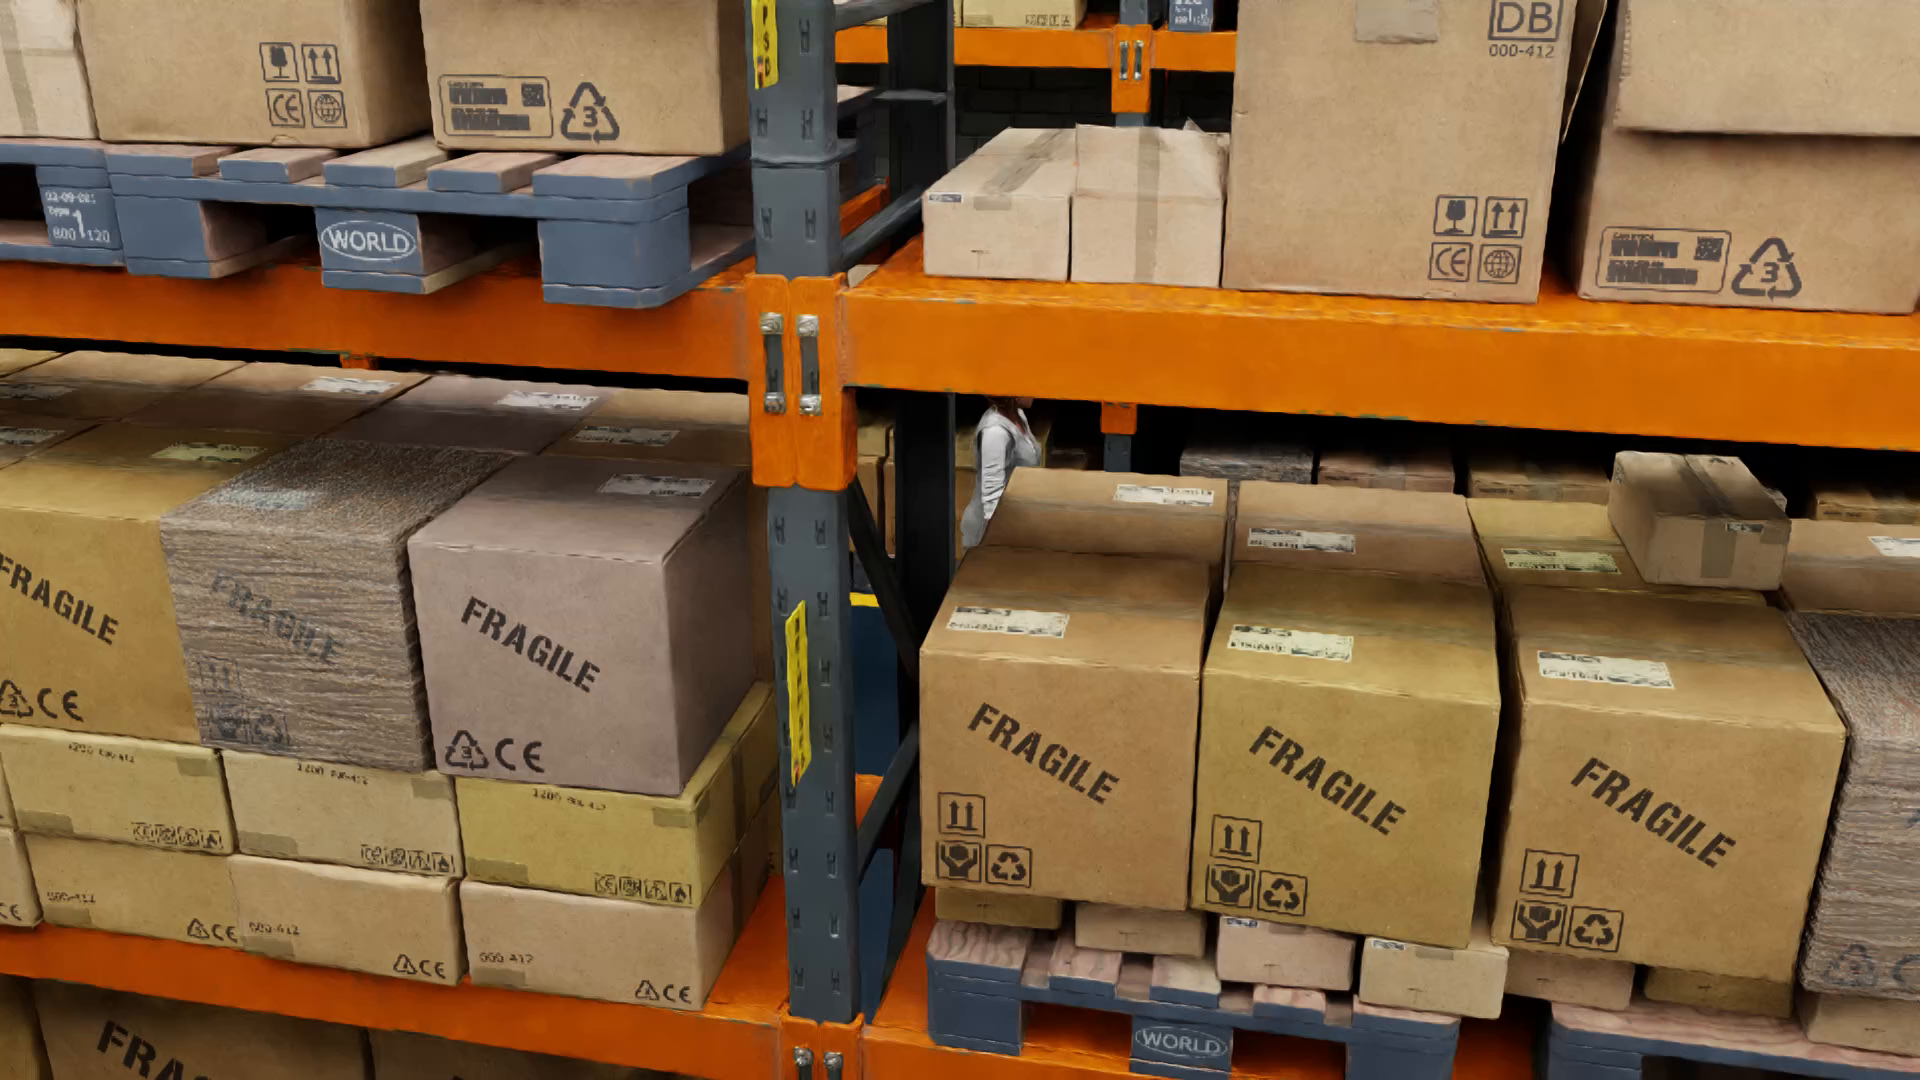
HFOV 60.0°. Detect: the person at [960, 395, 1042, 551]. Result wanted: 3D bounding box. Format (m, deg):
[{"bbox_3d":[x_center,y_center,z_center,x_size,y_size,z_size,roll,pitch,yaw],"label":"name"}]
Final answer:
[{"bbox_3d":[0.151,-0.028,7.141,0.441,1.590,0.435,6,23,16],"label":"person"}]
